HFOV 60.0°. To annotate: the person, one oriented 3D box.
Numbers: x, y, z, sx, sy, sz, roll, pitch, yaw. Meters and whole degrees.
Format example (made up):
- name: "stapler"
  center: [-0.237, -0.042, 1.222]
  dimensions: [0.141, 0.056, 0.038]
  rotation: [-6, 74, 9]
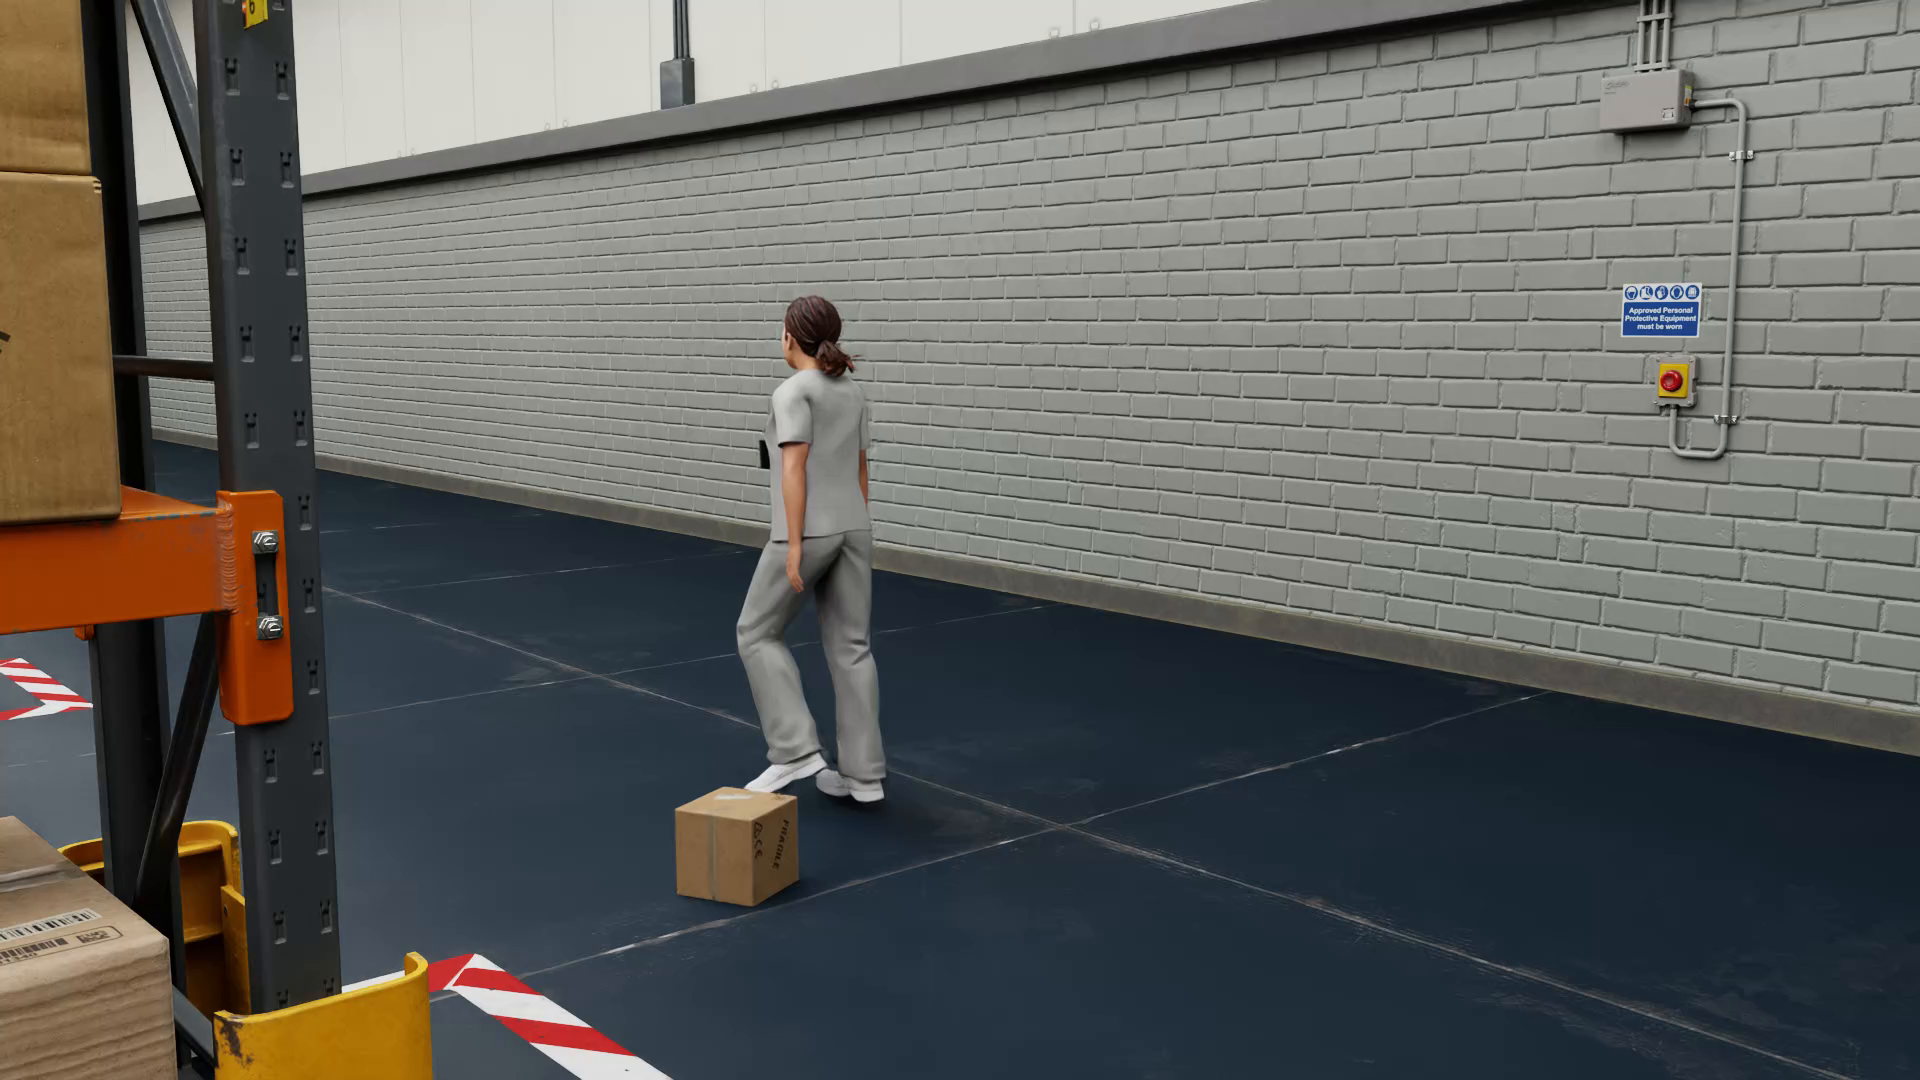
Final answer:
- name: "person"
  center: [-0.439, 0.035, 5.505]
  dimensions: [0.533, 1.674, 0.473]
  rotation: [7, 10, 43]
